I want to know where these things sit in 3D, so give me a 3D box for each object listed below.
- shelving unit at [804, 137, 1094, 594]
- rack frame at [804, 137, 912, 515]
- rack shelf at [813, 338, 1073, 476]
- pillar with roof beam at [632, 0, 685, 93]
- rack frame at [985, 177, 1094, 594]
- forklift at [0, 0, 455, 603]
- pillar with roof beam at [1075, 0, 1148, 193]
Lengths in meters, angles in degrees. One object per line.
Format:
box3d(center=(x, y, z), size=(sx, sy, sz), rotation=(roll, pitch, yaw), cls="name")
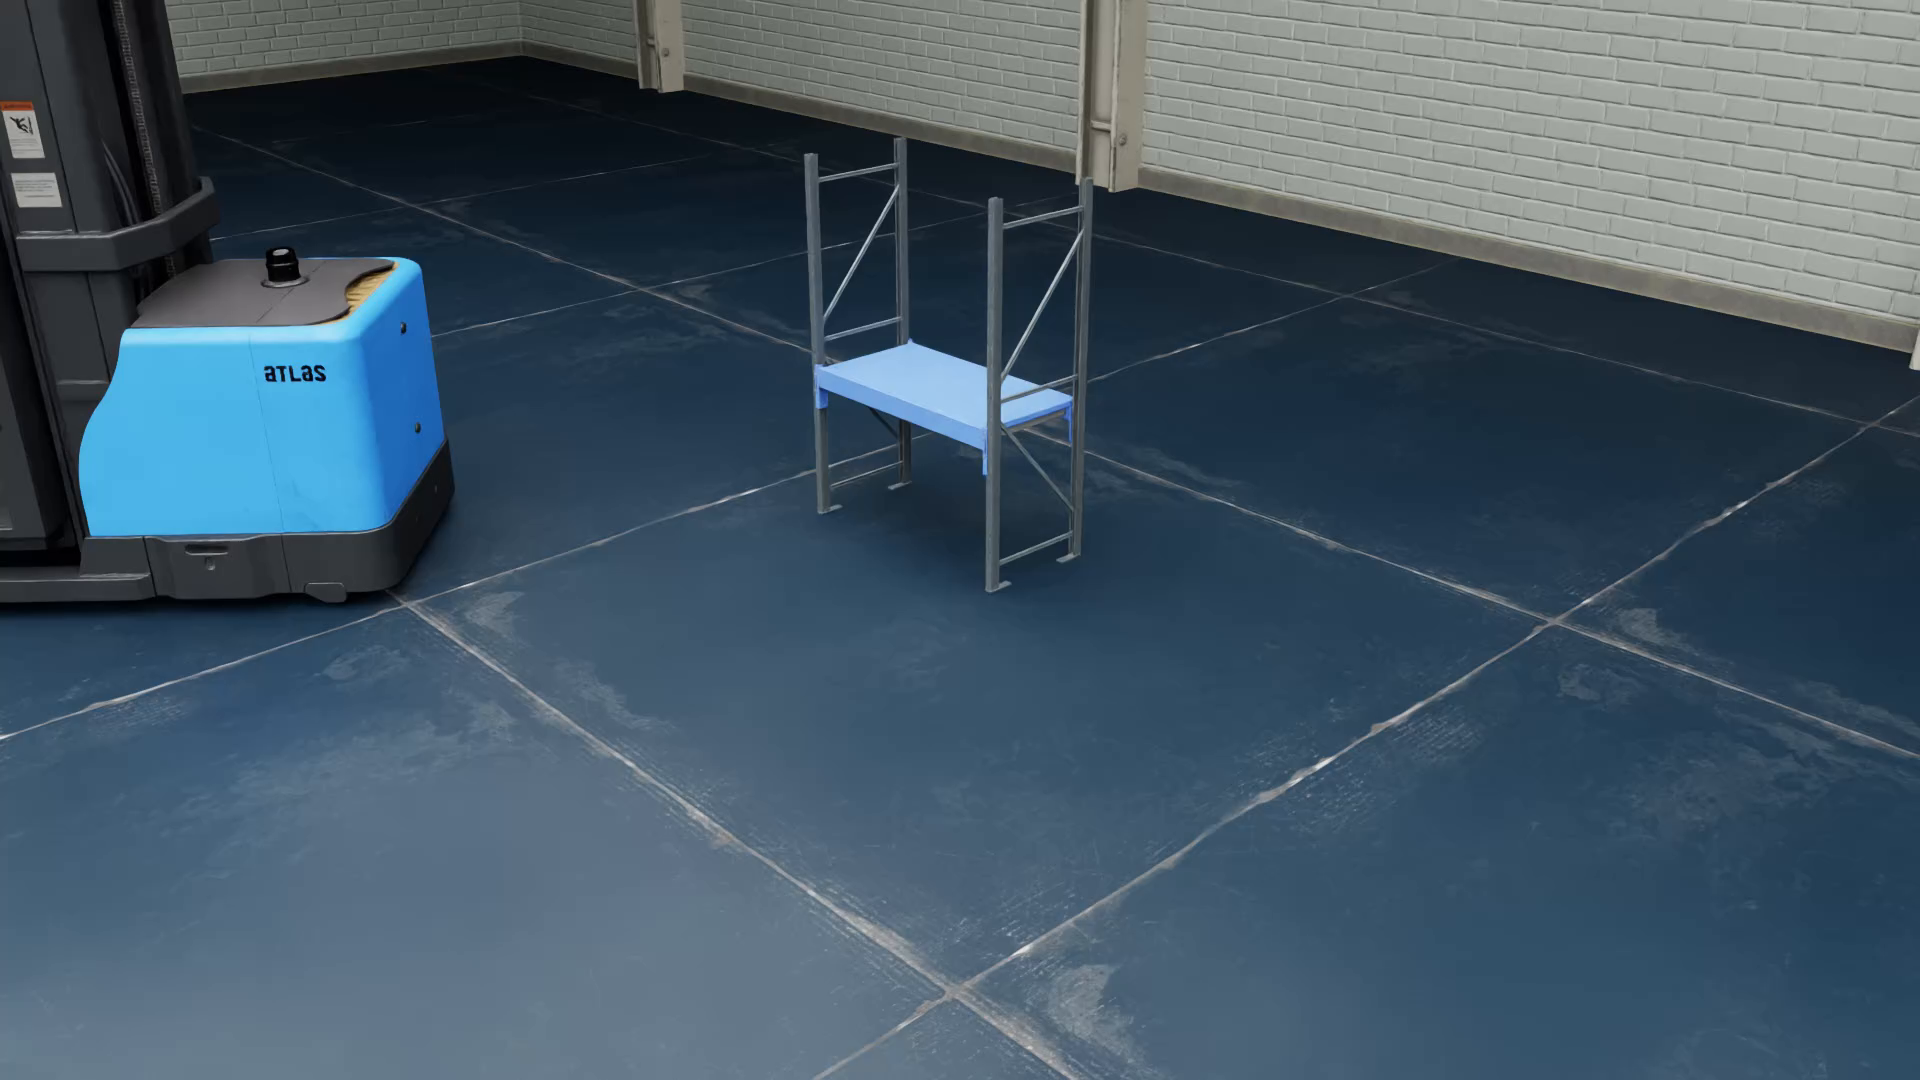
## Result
box3d(center=(-0.058, -0.708, 6.495), size=(0.538, 1.500, 1.048), rotation=(-21, 32, -38), cls="shelving unit")
box3d(center=(-0.406, -0.862, 6.833), size=(0.500, 1.500, 0.032), rotation=(-21, 32, -38), cls="rack frame")
box3d(center=(-0.058, -0.545, 6.570), size=(0.538, 0.185, 1.000), rotation=(-21, 32, -38), cls="rack shelf")
box3d(center=(-6.118, -7.394, 12.117), size=(9.100, 9.000, 0.400), rotation=(-21, 32, -38), cls="pillar with roof beam")
box3d(center=(0.289, -0.554, 6.158), size=(0.500, 1.500, 0.032), rotation=(-21, 32, -38), cls="rack frame")
box3d(center=(-3.627, -1.268, 5.997), size=(3.031, 2.935, 1.130), rotation=(-1, 25, -2), cls="forklift")
box3d(center=(-2.017, -5.577, 8.132), size=(9.100, 9.000, 0.400), rotation=(-21, 32, -38), cls="pillar with roof beam")
